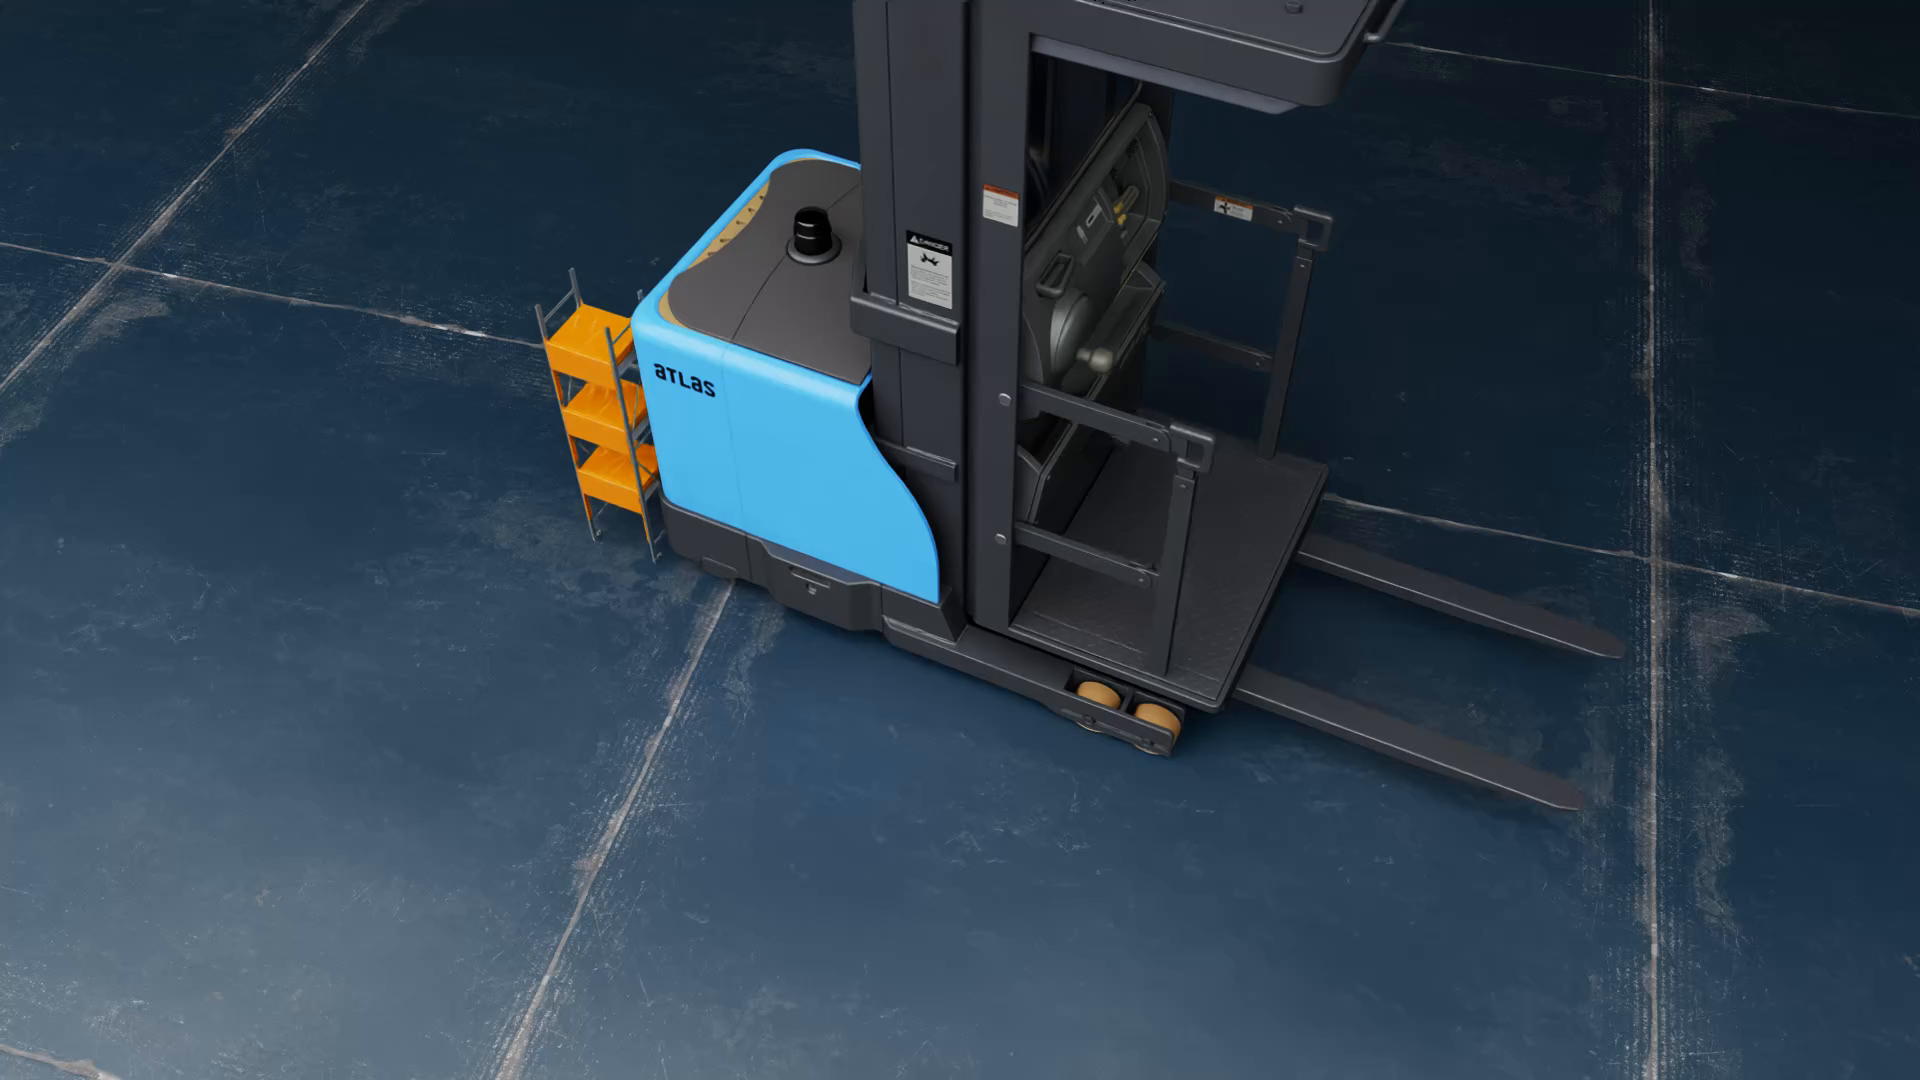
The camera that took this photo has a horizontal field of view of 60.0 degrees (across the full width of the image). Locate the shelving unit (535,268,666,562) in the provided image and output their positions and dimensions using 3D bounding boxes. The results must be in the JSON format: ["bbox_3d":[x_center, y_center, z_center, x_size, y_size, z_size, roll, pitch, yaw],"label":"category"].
[{"bbox_3d":[-1.114,-0.379,5.384,0.252,1.050,0.215,19,51,16],"label":"shelving unit"}]

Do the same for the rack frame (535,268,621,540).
[{"bbox_3d":[-1.225,-0.417,5.418,0.008,1.050,0.200,19,51,16],"label":"rack frame"}]

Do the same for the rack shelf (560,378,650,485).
[{"bbox_3d":[-1.114,-0.372,5.392,0.240,0.259,0.215,19,51,16],"label":"rack shelf"}]

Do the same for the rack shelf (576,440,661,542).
[{"bbox_3d":[-1.114,-0.188,5.600,0.240,0.259,0.215,19,51,16],"label":"rack shelf"}]

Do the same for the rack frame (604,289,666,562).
[{"bbox_3d":[-1.004,-0.340,5.350,0.008,1.050,0.200,19,51,16],"label":"rack frame"}]

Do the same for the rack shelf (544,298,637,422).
[{"bbox_3d":[-1.114,-0.559,5.179,0.240,0.259,0.215,19,51,16],"label":"rack shelf"}]

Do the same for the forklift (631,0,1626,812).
[{"bbox_3d":[0.561,-0.764,4.469,3.031,2.935,1.130,20,52,17],"label":"forklift"}]
